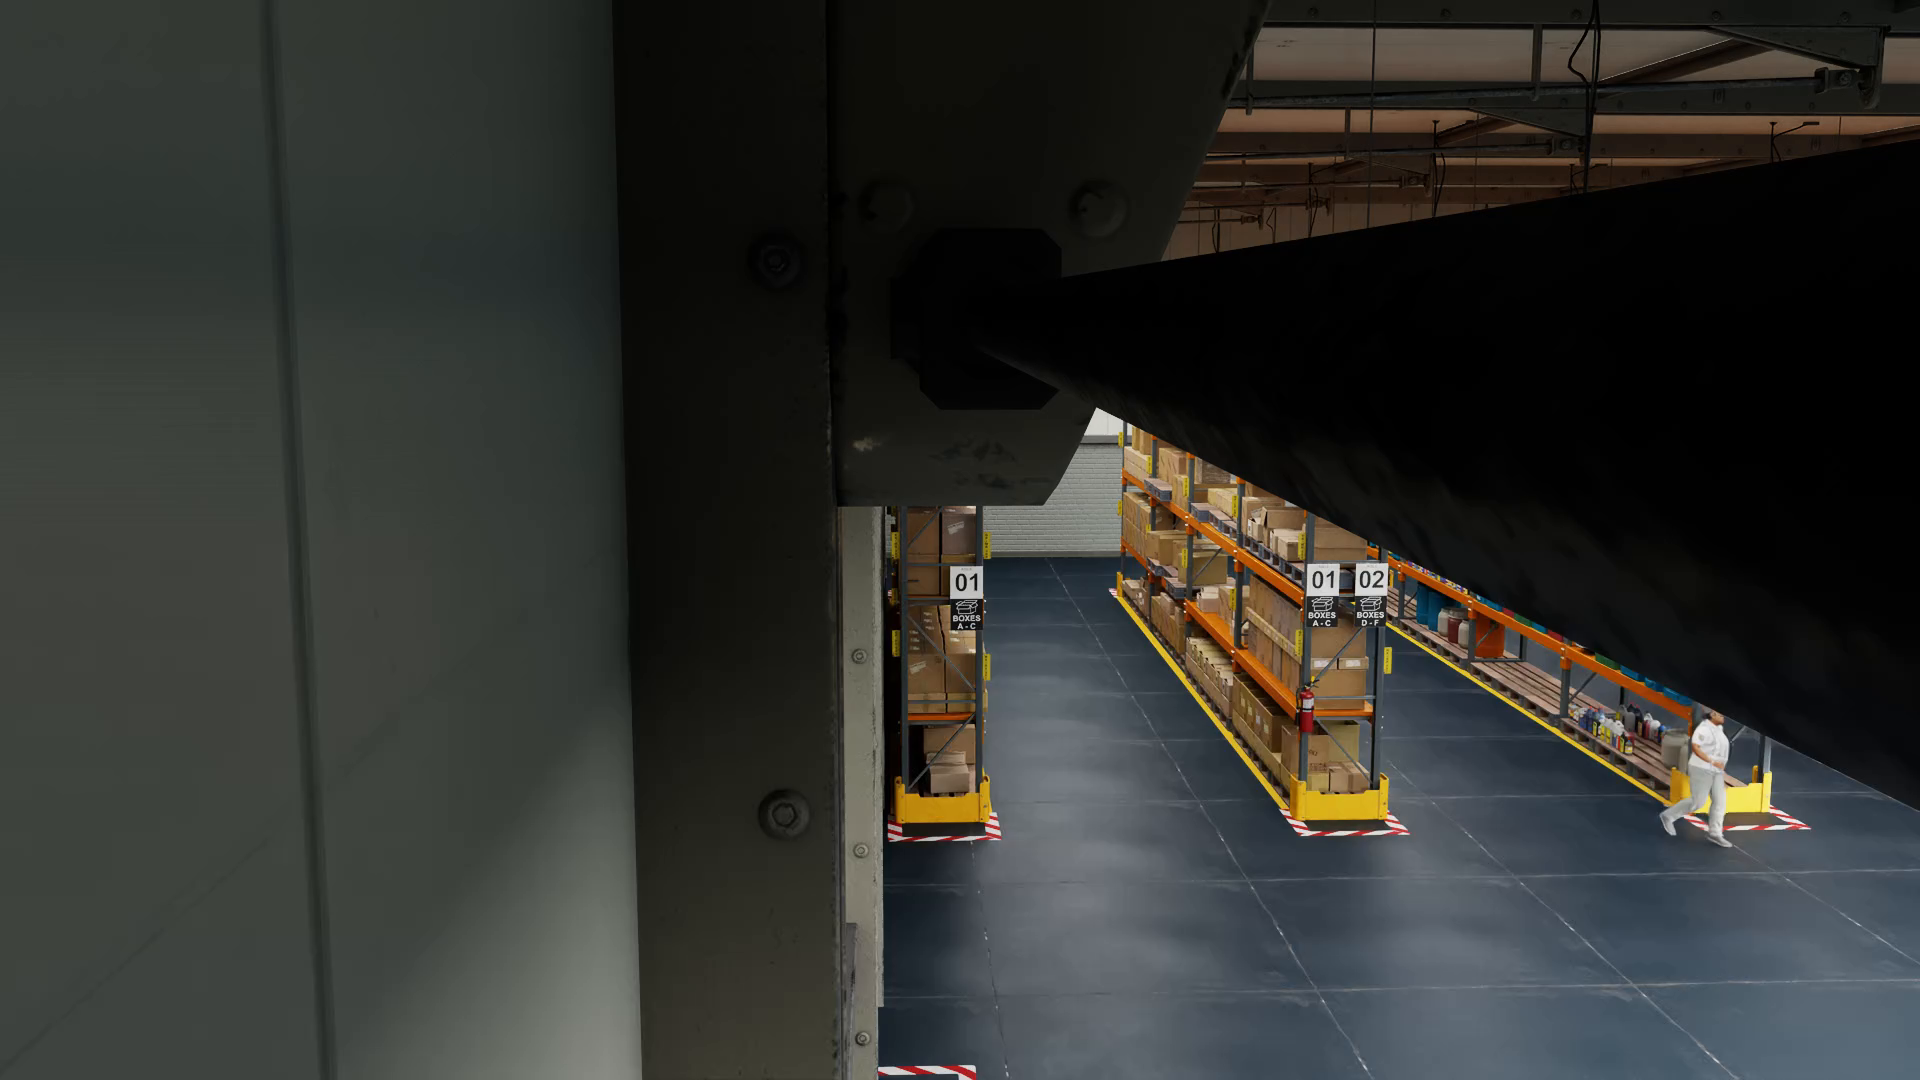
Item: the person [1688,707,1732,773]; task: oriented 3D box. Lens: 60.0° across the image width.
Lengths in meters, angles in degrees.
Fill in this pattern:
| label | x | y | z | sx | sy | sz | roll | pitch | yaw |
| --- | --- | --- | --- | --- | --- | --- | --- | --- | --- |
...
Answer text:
| label | x | y | z | sx | sy | sz | roll | pitch | yaw |
| --- | --- | --- | --- | --- | --- | --- | --- | --- | --- |
| person | 8.928 | 2.371 | 19.736 | 0.668 | 0.860 | 0.419 | -7 | 11 | -43 |
